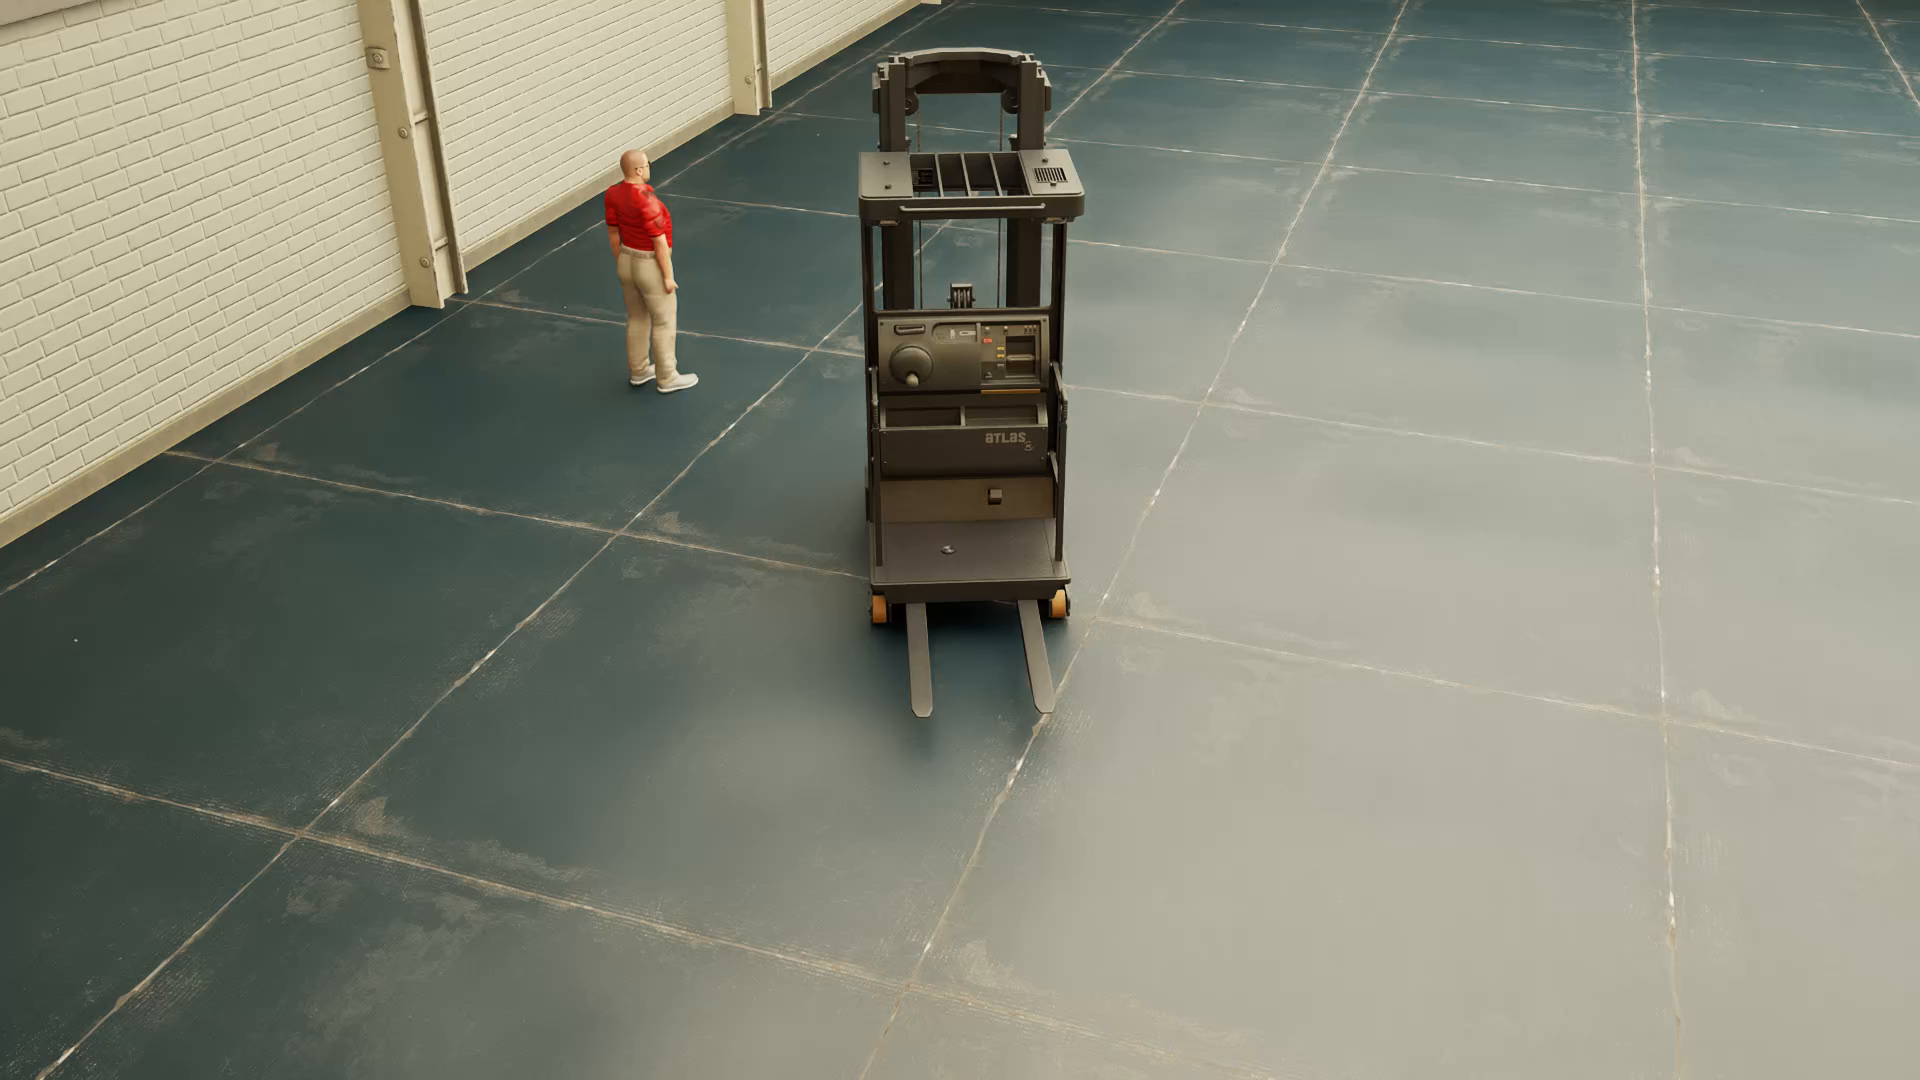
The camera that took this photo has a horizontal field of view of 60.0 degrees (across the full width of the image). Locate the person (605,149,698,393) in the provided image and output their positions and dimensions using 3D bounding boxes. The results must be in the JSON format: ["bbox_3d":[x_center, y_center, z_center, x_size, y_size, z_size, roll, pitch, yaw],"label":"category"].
[{"bbox_3d":[-2.189,-1.896,11.679,0.525,1.730,0.369,20,35,31],"label":"person"}]

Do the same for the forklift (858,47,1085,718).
[{"bbox_3d":[0.035,-0.972,8.842,1.130,2.935,3.031,-2,30,-3],"label":"forklift"}]
